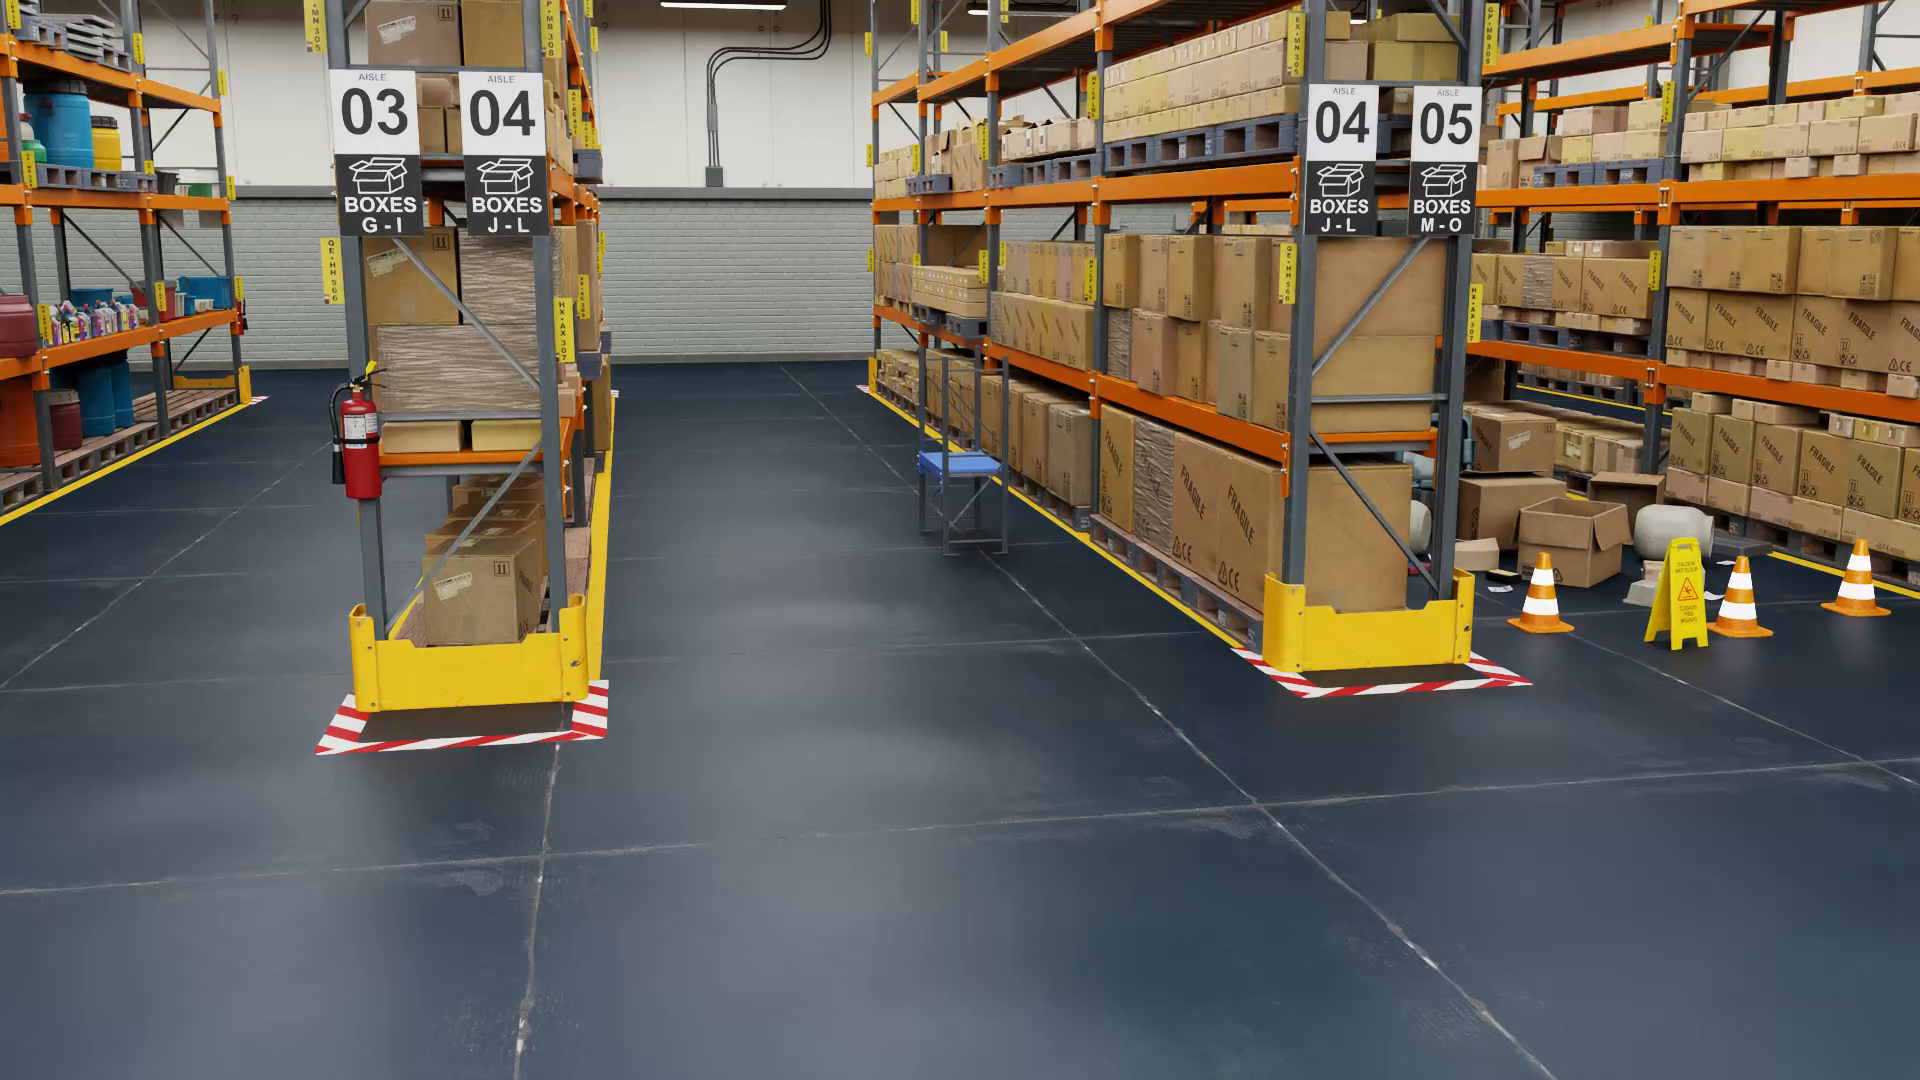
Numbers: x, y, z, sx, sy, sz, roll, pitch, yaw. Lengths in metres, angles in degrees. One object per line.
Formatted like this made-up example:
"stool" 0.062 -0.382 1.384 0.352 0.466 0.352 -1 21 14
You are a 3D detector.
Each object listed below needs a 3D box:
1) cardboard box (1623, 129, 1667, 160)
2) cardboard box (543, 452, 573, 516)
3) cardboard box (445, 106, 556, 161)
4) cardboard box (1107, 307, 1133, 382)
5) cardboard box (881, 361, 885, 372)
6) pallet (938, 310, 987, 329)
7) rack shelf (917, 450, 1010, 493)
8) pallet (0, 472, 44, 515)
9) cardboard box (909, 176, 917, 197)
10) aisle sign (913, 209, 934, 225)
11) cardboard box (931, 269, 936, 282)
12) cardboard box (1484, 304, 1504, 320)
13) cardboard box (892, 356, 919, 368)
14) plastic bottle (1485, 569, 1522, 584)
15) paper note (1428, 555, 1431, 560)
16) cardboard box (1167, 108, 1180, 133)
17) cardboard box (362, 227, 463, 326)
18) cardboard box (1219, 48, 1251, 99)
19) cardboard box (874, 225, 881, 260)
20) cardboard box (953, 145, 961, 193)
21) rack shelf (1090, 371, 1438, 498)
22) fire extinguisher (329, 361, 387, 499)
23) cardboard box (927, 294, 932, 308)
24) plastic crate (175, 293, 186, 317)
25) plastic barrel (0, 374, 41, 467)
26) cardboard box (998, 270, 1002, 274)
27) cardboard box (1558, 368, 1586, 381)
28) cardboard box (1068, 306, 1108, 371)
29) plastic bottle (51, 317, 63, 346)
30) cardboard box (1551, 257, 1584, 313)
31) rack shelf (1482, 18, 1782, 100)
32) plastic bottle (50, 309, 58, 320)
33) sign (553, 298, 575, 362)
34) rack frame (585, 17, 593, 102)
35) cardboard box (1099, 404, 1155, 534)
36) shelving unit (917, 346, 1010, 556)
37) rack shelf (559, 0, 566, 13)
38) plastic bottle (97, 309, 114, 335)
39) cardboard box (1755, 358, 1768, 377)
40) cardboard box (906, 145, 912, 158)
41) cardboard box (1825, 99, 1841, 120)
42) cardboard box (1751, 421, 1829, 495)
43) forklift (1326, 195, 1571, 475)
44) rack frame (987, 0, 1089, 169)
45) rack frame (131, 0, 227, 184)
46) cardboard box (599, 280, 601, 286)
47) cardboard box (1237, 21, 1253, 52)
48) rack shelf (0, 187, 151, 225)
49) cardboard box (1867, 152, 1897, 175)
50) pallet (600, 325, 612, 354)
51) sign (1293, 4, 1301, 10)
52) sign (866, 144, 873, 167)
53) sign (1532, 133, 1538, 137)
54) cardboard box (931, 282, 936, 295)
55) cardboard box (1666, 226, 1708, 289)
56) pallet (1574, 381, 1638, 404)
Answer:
"cardboard box" 6.132 -3.427 14.436 0.500 0.250 0.500 -2 11 -12
"cardboard box" -3.431 -0.460 13.101 0.700 0.500 0.500 -3 11 -15
"cardboard box" -2.395 -2.123 8.706 0.500 0.250 0.500 -2 11 -9
"cardboard box" 1.635 -1.527 12.796 0.875 0.550 0.550 -2 11 -11
"cardboard box" -0.934 -2.516 24.097 0.380 0.149 0.250 -2 11 -11
"pallet" 0.349 -2.522 18.935 1.003 0.211 1.213 -2 11 -11
"rack shelf" 0.017 -0.544 13.008 0.538 0.185 1.000 -2 11 -11
"pallet" -8.857 -0.399 14.728 1.003 0.211 1.213 -2 11 -11
"cardboard box" -0.365 -4.468 21.027 0.500 0.250 0.500 -2 11 -10
"aisle sign" -0.502 -5.023 24.611 0.394 0.787 0.004 -2 11 -11
"cardboard box" -0.126 -3.037 19.087 0.380 0.149 0.250 -2 11 -9
"cardboard box" 5.554 -2.313 16.876 0.380 0.149 0.250 -2 11 -11
"cardboard box" -0.738 -2.470 23.064 0.380 0.149 0.250 -2 11 -10
"plastic bottle" 3.799 0.252 11.707 0.133 0.061 0.283 -6 13 -31
"paper note" 3.611 0.124 12.483 0.172 0.023 0.155 2 11 9
"cardboard box" 1.585 -2.768 10.976 0.380 0.149 0.250 -2 11 -10
"cardboard box" -2.904 -1.403 8.811 0.500 0.500 0.500 -2 11 -11
"cardboard box" 1.864 -2.760 9.866 0.500 0.250 0.500 -2 11 -11
"cardboard box" -0.955 -4.316 24.112 0.500 0.500 0.500 -2 11 -11
"cardboard box" 0.210 -4.055 18.191 0.500 0.500 0.500 -2 11 -11
"rack shelf" 1.941 -0.800 11.303 1.077 0.370 4.000 -2 11 -11
"fire extinguisher" -2.985 -0.549 8.267 0.296 0.674 0.183 -2 11 -11
"cardboard box" -0.177 -2.792 19.394 0.380 0.149 0.250 -3 11 -14
"plastic crate" -9.864 -2.904 20.587 0.437 0.282 0.530 -2 11 -11
"plastic barrel" -9.081 -1.142 15.853 0.600 0.830 0.708 -2 11 -11
"cardboard box" 0.617 -2.962 18.695 0.380 0.149 0.250 -2 11 -9
"cardboard box" 9.278 -2.615 24.477 0.700 0.500 0.500 -3 11 -13
"cardboard box" 1.188 -1.656 13.606 0.500 0.500 0.500 -2 11 -11
"plastic bottle" -8.826 -2.027 16.157 0.152 0.276 0.135 -2 11 -11
"cardboard box" 5.881 -2.383 15.507 0.500 0.500 0.500 -2 11 -9
"rack shelf" 5.999 -4.483 15.677 1.077 0.370 4.000 -2 11 -11
"plastic bottle" -9.702 -2.322 17.705 0.152 0.276 0.135 -2 11 -11
"sign" -2.023 -1.070 8.481 0.100 0.325 0.005 -2 11 -11
"rack frame" -5.667 -6.507 23.315 1.000 3.000 0.127 -2 11 -11
"cardboard box" 1.606 -0.565 12.703 0.875 0.875 0.875 -2 11 -10
"shelving unit" 0.017 -0.721 12.974 0.538 1.500 1.048 -2 11 -11
"rack shelf" -2.944 -3.584 9.892 1.077 0.370 4.000 -2 11 -11
"plastic bottle" -9.158 -2.340 17.801 0.152 0.276 0.135 -2 11 -11
"cardboard box" 6.412 -1.340 12.885 0.380 0.149 0.250 -2 11 -11
"cardboard box" -0.483 -4.968 21.251 0.380 0.149 0.250 -2 11 -11
"cardboard box" 6.512 -3.109 12.027 0.380 0.149 0.250 -2 11 -10
"cardboard box" 6.452 -0.632 12.720 0.500 0.500 0.500 -2 11 -8
"forklift" 4.136 -1.934 15.516 3.031 2.935 1.130 1 11 7
"rack frame" 0.774 -5.201 16.457 1.000 3.000 0.127 -2 11 -11
"rack frame" -10.525 -6.327 22.369 1.000 3.000 0.127 -2 11 -11
"cardboard box" -5.214 -3.460 22.957 0.500 0.250 0.500 -2 11 -12
"cardboard box" 1.834 -2.927 9.676 0.380 0.149 0.250 -2 11 -10
"rack shelf" -9.358 -3.399 16.935 1.077 0.370 4.000 -2 11 -11
"cardboard box" 6.600 -2.627 11.625 0.380 0.149 0.250 -2 11 -13
"pallet" -3.868 -1.871 15.519 1.213 0.211 1.003 -2 11 -11
"sign" 4.283 -6.654 21.170 0.100 0.325 0.005 -2 11 -11
"sign" -1.314 -5.605 24.260 0.100 0.325 0.005 -2 11 -11
"sign" 6.142 -4.200 17.834 0.100 0.325 0.005 -2 11 -11
"cardboard box" -0.119 -2.887 19.098 0.380 0.149 0.250 -2 11 -12
"cardboard box" 6.261 -2.317 13.610 0.700 0.500 0.500 -2 11 -12
"pallet" 9.567 -2.124 23.790 1.003 0.211 1.213 -2 11 -11
